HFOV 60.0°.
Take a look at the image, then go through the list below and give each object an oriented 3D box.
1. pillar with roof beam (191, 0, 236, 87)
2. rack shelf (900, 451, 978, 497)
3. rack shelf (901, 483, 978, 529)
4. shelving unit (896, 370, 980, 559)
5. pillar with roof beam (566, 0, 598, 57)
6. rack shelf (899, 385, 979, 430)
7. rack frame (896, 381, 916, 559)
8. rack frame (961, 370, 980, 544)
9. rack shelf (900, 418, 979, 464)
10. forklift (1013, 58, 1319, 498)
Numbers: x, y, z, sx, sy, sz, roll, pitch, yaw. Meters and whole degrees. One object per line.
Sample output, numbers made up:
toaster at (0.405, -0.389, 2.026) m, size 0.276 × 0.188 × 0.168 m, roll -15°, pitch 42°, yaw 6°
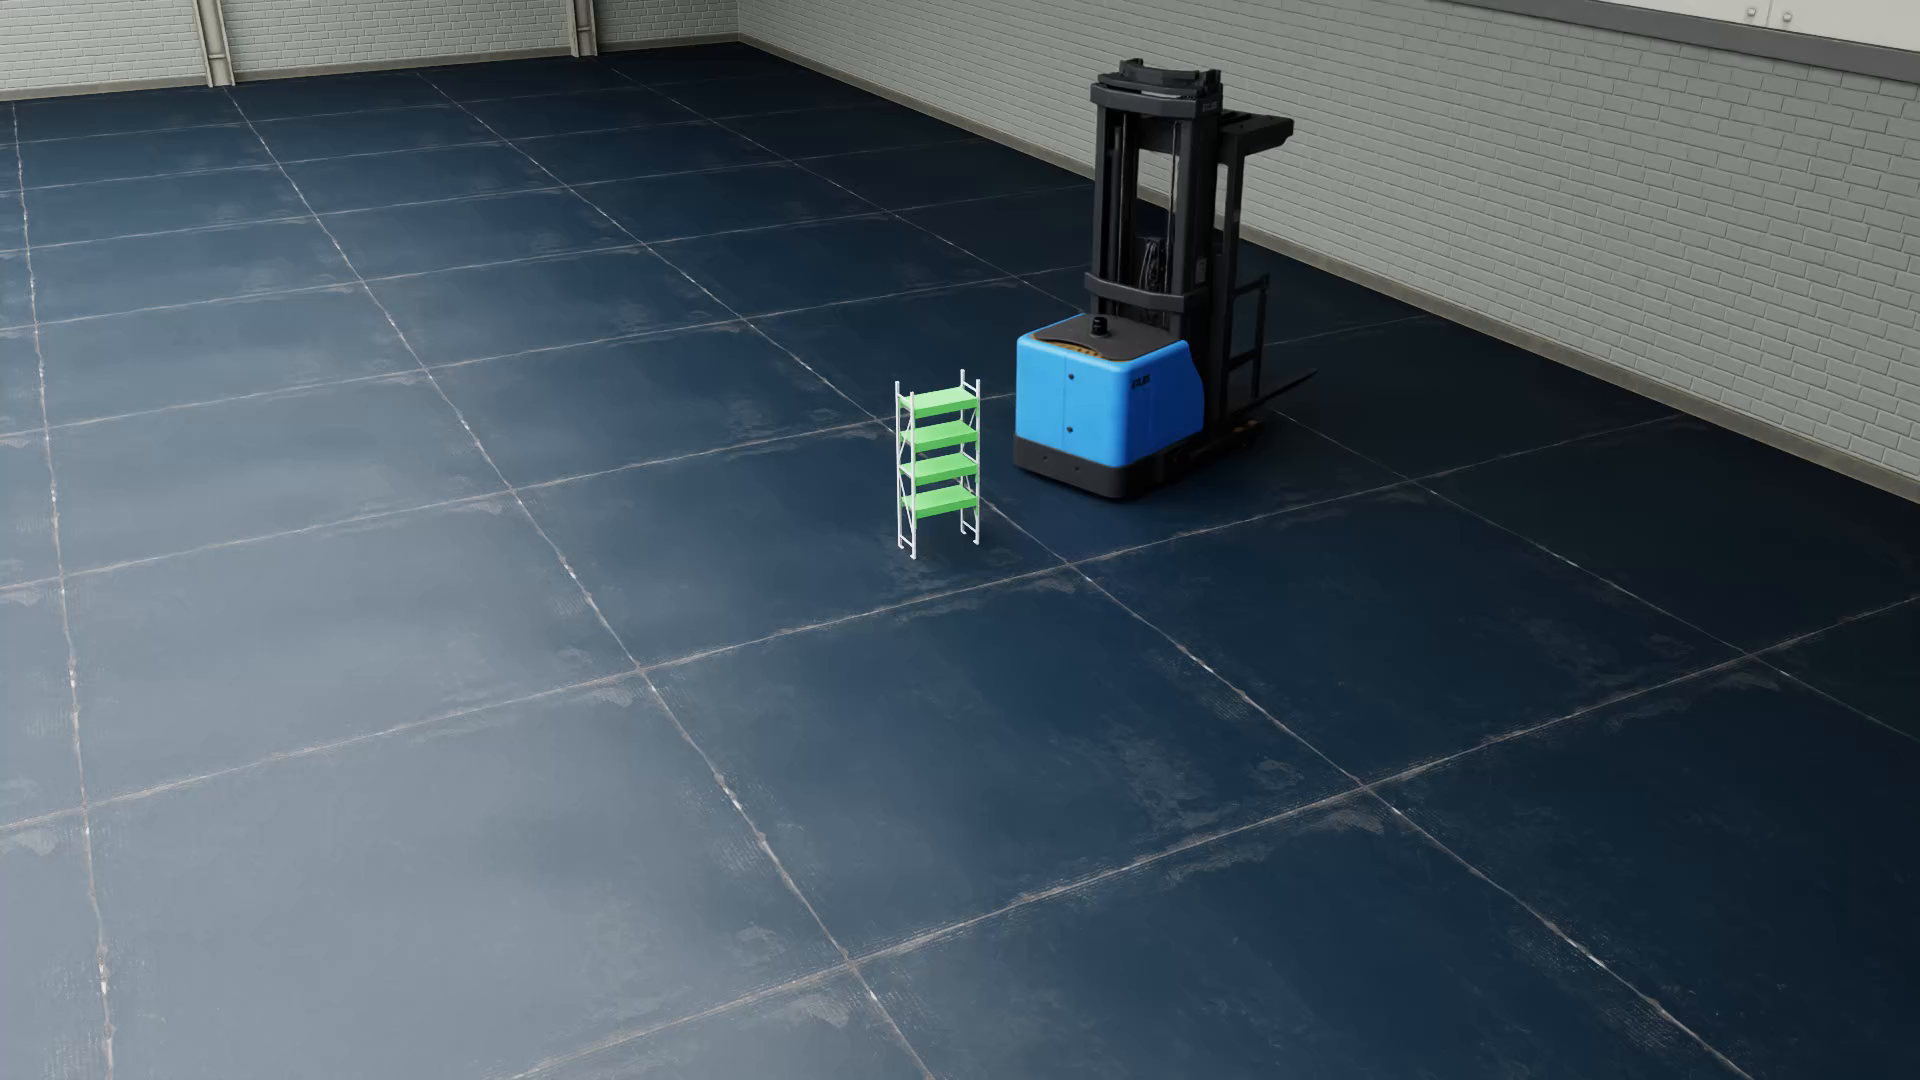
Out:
pillar with roof beam at (-9.918, -9.778, 21.521) m, size 0.400 × 9.000 × 9.100 m, roll -13°, pitch 29°, yaw -25°
rack shelf at (-0.146, -0.450, 11.250) m, size 0.480 × 0.148 × 0.258 m, roll -13°, pitch 29°, yaw -25°
rack shelf at (-0.146, -0.233, 11.354) m, size 0.480 × 0.148 × 0.258 m, roll -13°, pitch 29°, yaw -25°
shelving unit at (-0.146, -0.507, 11.222) m, size 0.503 × 1.200 × 0.258 m, roll -13°, pitch 29°, yaw -25°
pillar with roof beam at (-4.624, -11.000, 24.067) m, size 0.400 × 9.000 × 9.100 m, roll -13°, pitch 29°, yaw -25°
rack shelf at (-0.146, -0.882, 11.042) m, size 0.480 × 0.148 × 0.258 m, roll -13°, pitch 29°, yaw -25°
rack frame at (-0.361, -0.457, 11.119) m, size 0.015 × 1.200 × 0.240 m, roll -13°, pitch 29°, yaw -25°
rack frame at (0.069, -0.557, 11.326) m, size 0.015 × 1.200 × 0.240 m, roll -13°, pitch 29°, yaw -25°
rack shelf at (-0.146, -0.666, 11.146) m, size 0.480 × 0.148 × 0.258 m, roll -13°, pitch 29°, yaw -25°
forklift at (1.767, -2.174, 12.695) m, size 1.130 × 2.935 × 3.031 m, roll 21°, pitch 33°, yaw 37°
